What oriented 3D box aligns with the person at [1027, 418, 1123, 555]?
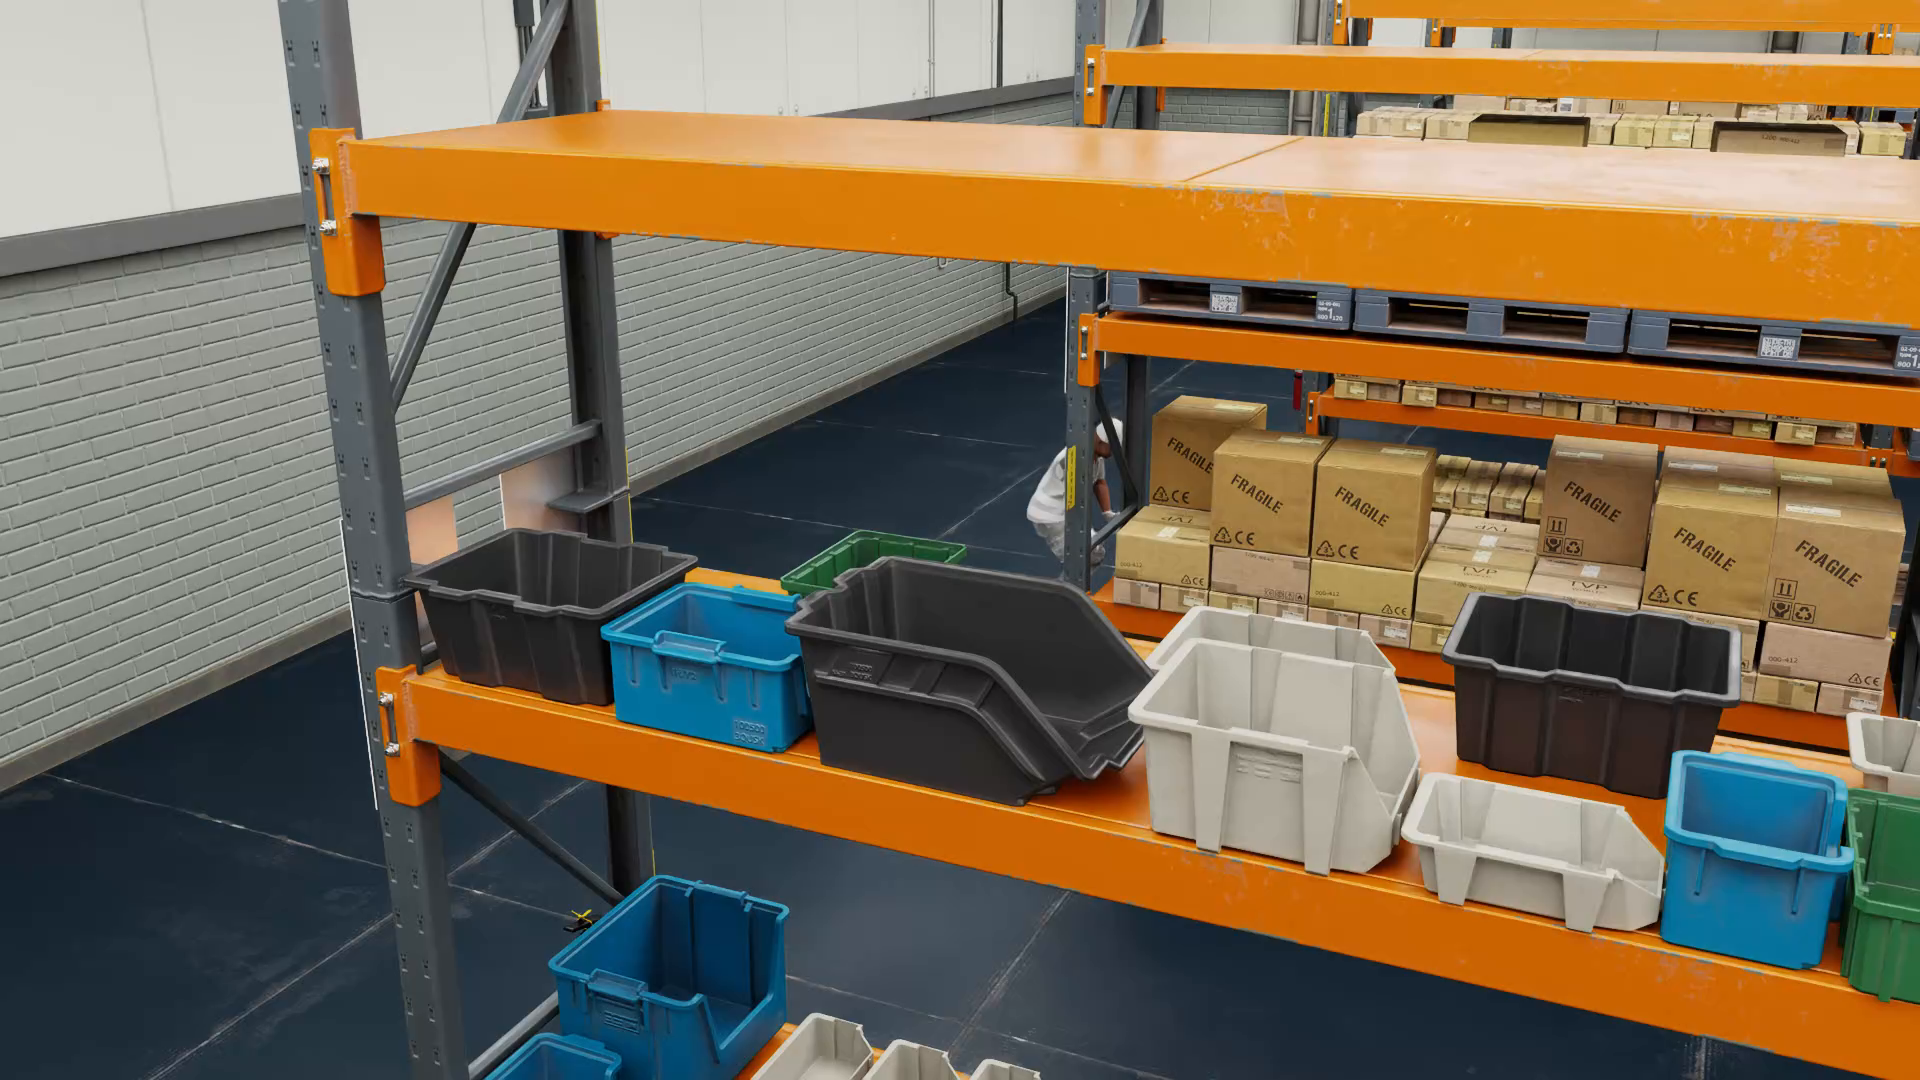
[{"bbox_3d":[0.848,-0.151,11.876,0.696,1.526,0.608,8,21,23],"label":"person"}]
